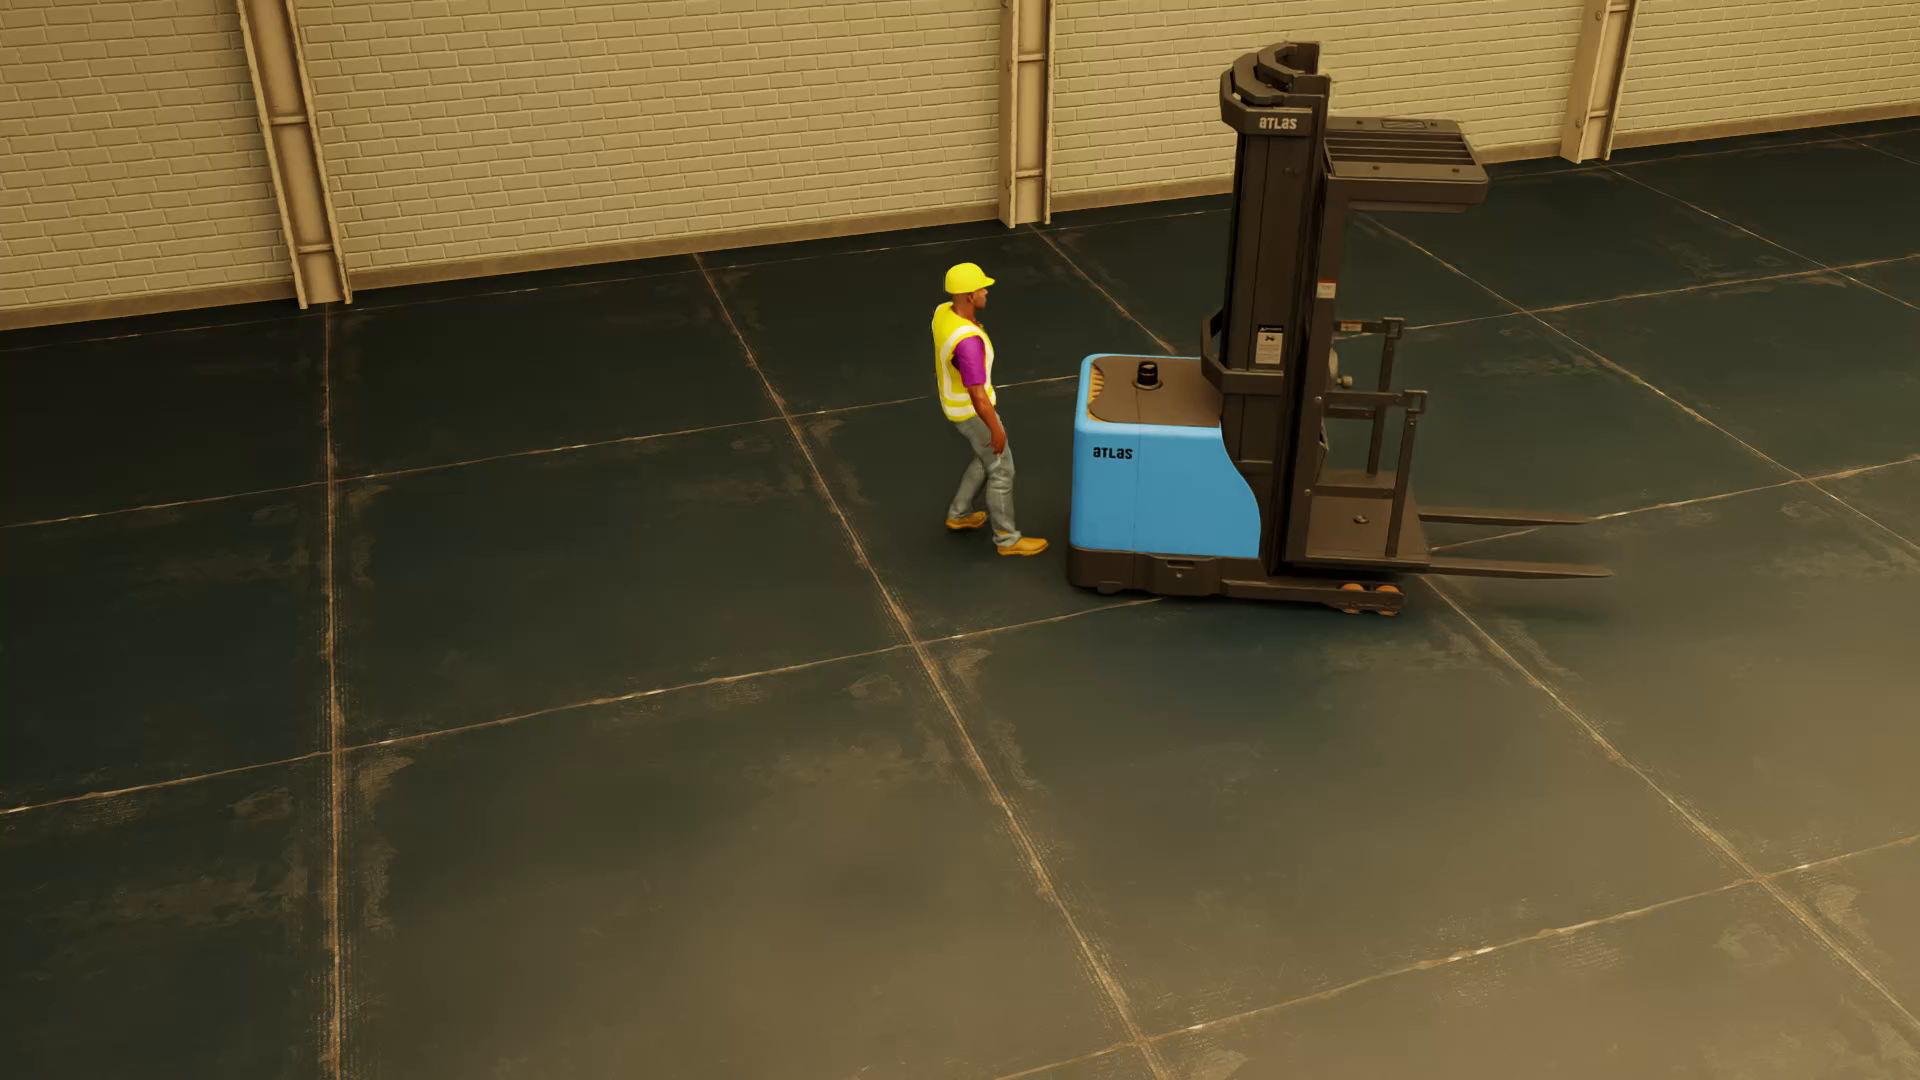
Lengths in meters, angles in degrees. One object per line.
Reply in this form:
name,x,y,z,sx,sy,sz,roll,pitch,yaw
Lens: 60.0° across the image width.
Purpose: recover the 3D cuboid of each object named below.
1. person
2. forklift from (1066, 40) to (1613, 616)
person,0.170,-0.792,9.695,0.624,1.727,0.746,-5,30,-9
forklift,2.160,-1.129,9.049,3.031,2.935,1.130,3,30,5
